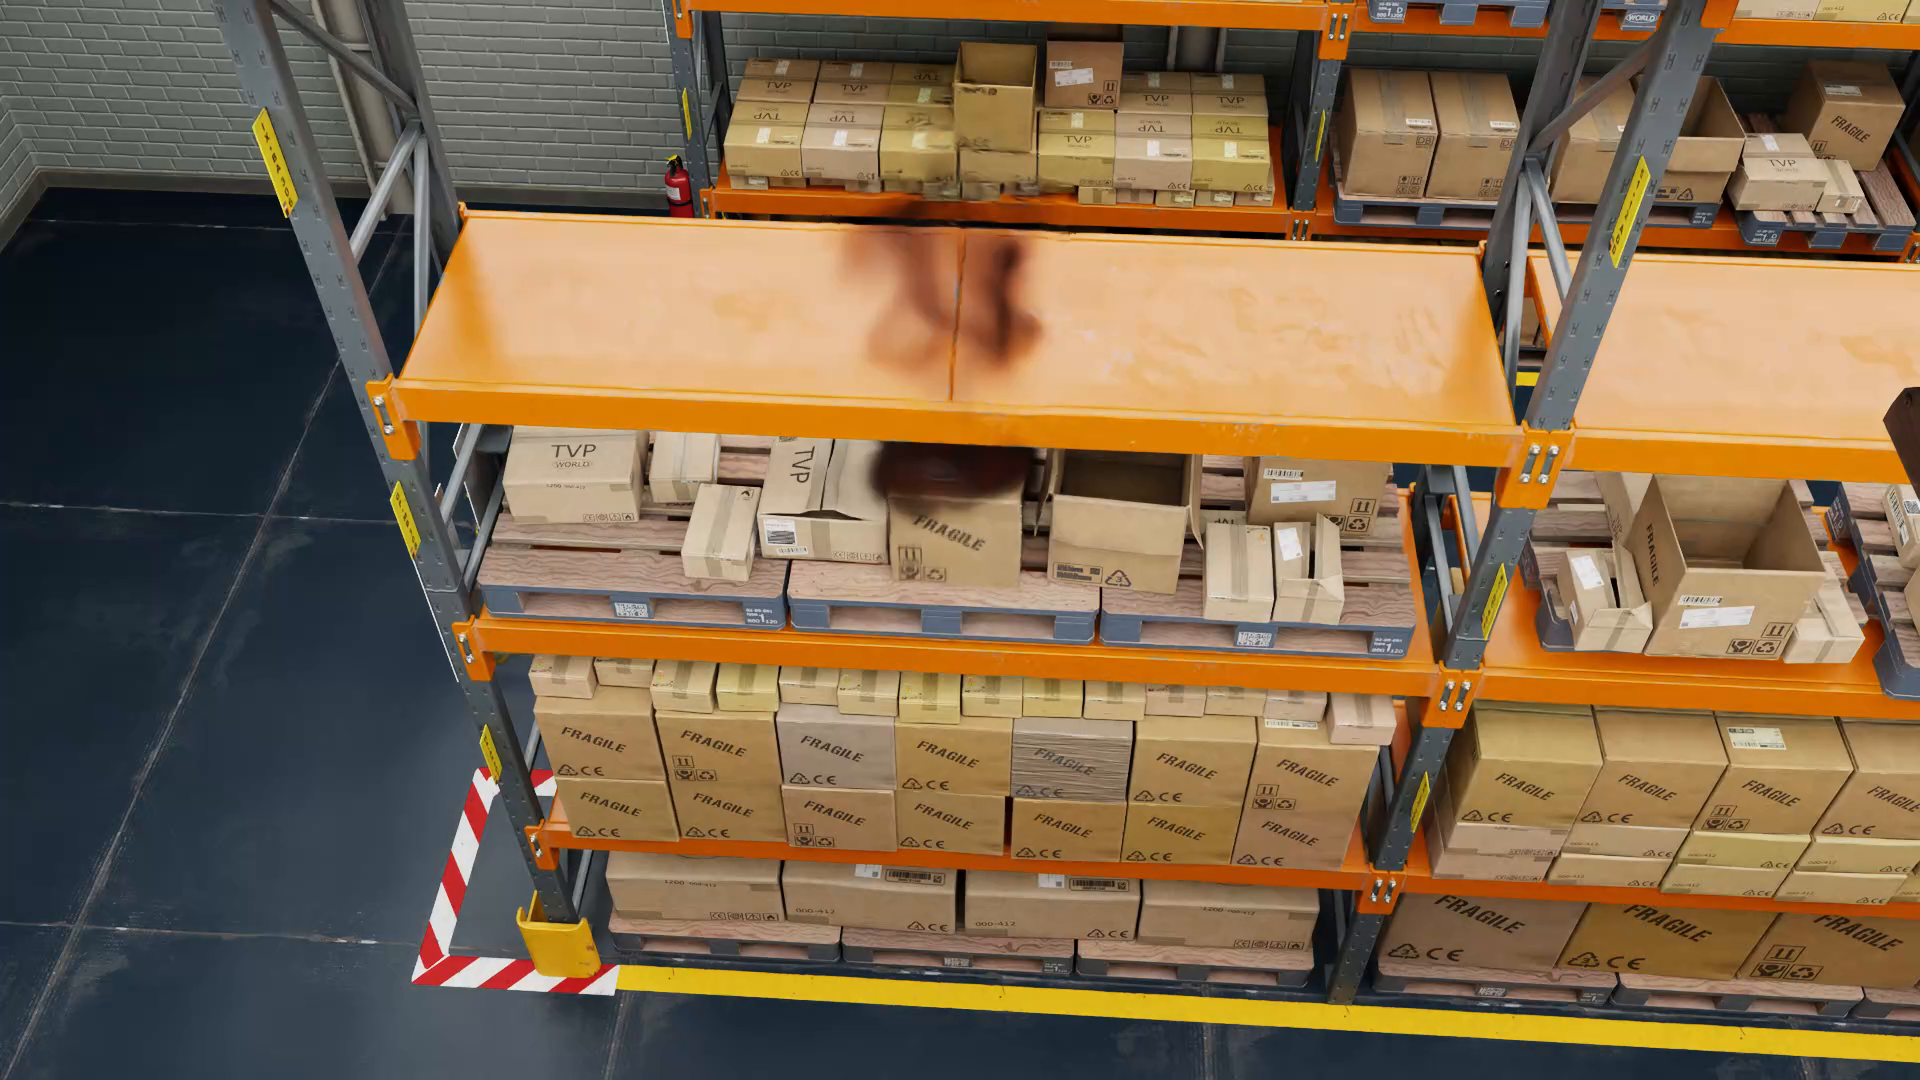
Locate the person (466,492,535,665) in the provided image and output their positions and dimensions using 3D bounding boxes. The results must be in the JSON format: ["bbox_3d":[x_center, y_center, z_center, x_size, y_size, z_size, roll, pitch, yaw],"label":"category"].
[{"bbox_3d":[-2.506,0.250,9.164,0.959,1.716,0.733,-4,48,-3],"label":"person"}]
